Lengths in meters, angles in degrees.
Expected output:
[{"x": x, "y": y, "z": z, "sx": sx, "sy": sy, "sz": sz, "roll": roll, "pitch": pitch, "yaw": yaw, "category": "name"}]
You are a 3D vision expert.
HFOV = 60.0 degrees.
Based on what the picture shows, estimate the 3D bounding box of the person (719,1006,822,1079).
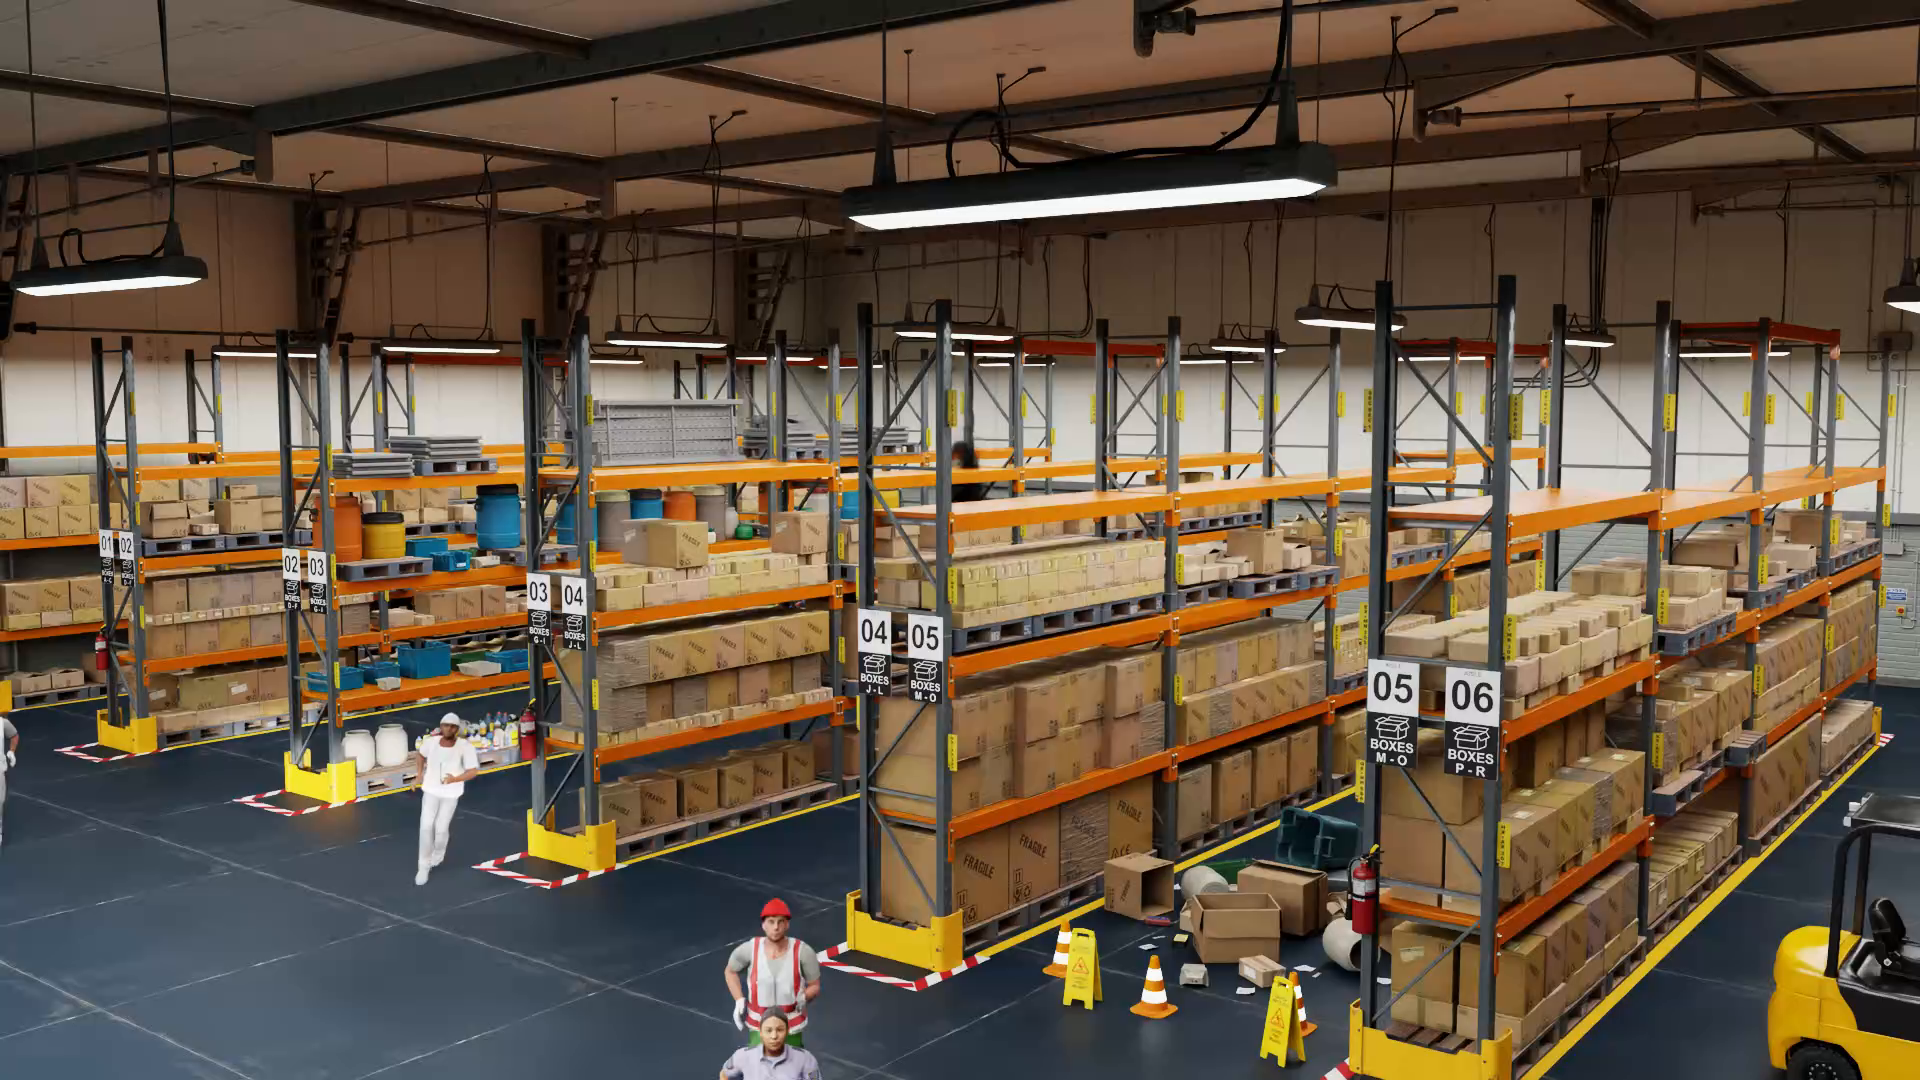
[{"x": -1.070, "y": 3.511, "z": 9.554, "sx": 0.587, "sy": 1.700, "sz": 0.797, "roll": -1, "pitch": 5, "yaw": -11, "category": "person"}]

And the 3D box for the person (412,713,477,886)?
[{"x": -5.537, "y": 2.733, "z": 17.842, "sx": 0.714, "sy": 1.755, "sz": 0.787, "roll": -1, "pitch": 5, "yaw": -8, "category": "person"}]

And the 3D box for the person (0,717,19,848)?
[{"x": -10.961, "y": 2.633, "z": 18.706, "sx": 0.682, "sy": 1.774, "sz": 0.980, "roll": -3, "pitch": 6, "yaw": -29, "category": "person"}]

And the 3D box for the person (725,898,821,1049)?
[{"x": -1.240, "y": 3.312, "z": 11.147, "sx": 0.637, "sy": 1.797, "sz": 0.659, "roll": -1, "pitch": 5, "yaw": -10, "category": "person"}]
